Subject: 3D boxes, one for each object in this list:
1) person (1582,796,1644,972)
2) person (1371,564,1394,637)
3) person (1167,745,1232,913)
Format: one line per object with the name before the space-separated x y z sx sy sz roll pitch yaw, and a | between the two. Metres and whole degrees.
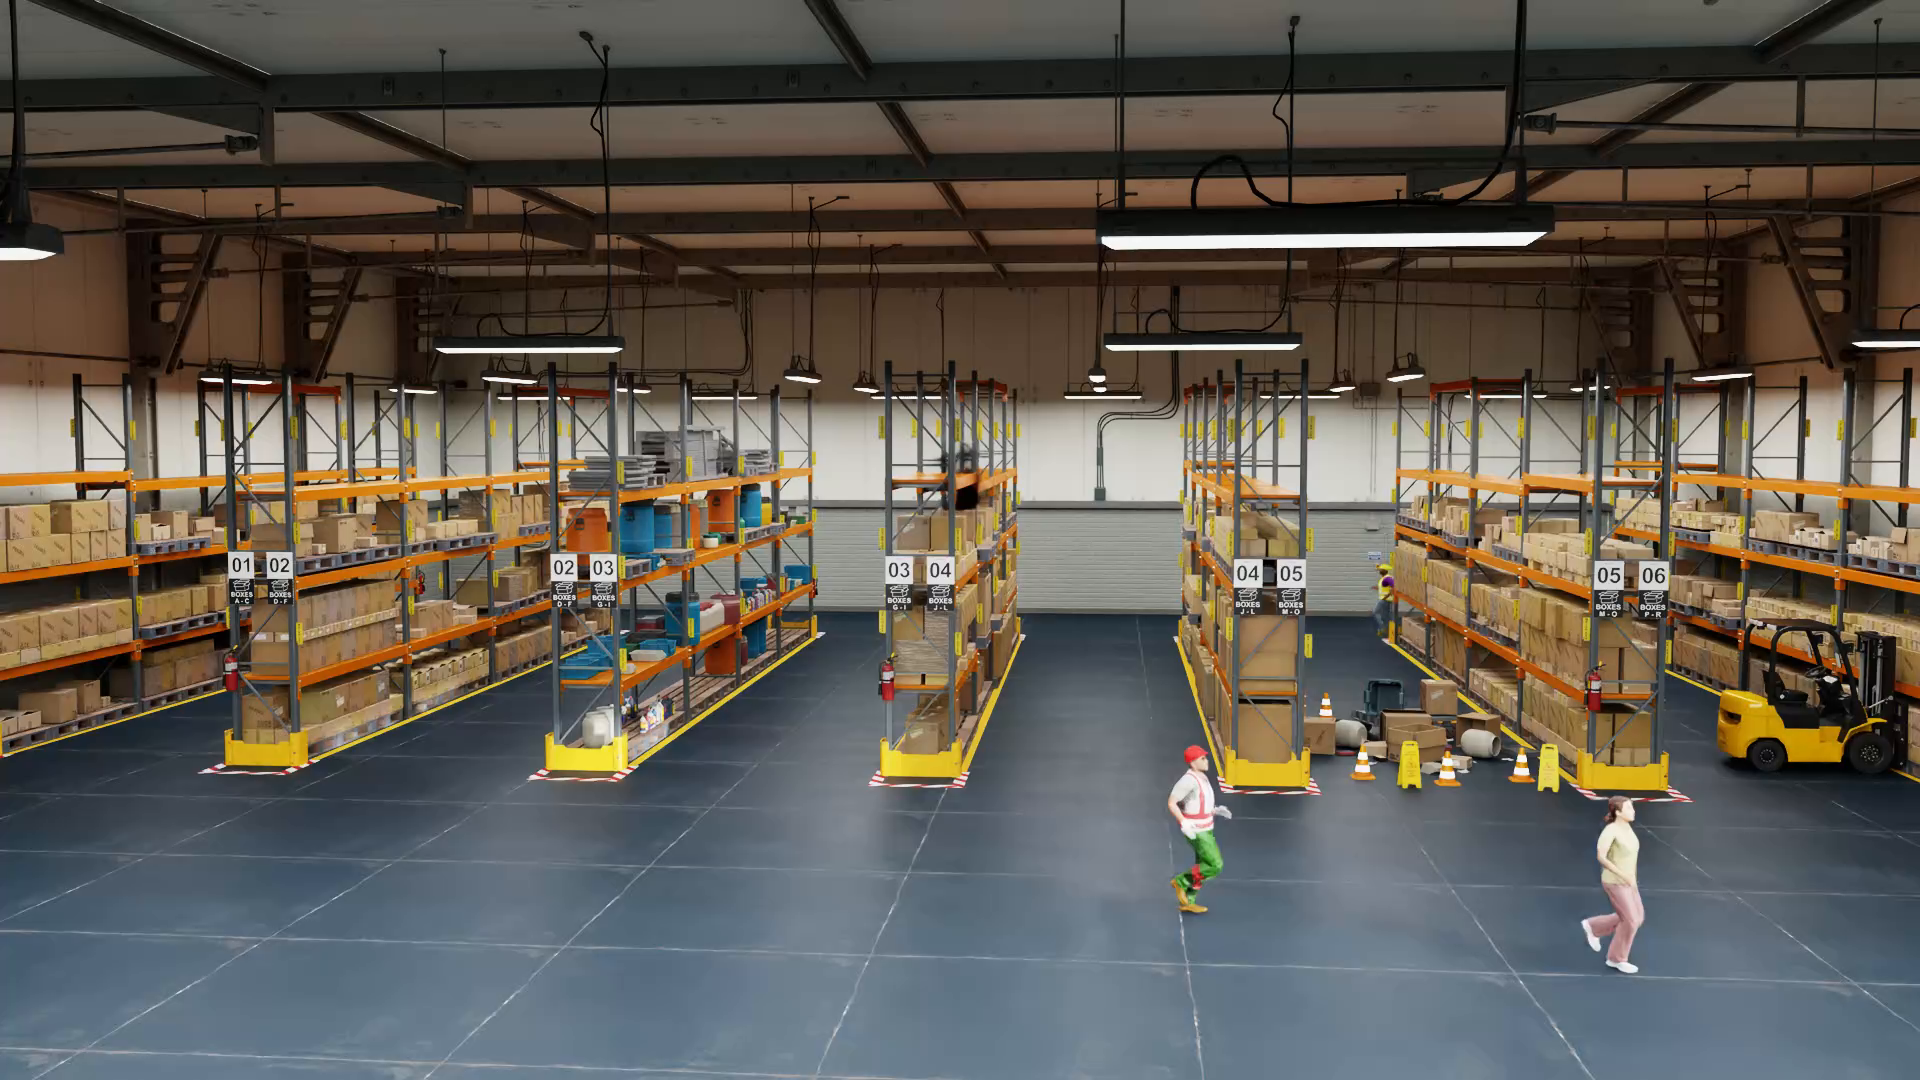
person | 6.075 3.172 15.511 0.571 1.627 0.609 3 5 42
person | 10.343 1.483 40.455 0.672 1.822 0.706 1 4 19
person | 2.499 2.996 17.187 0.581 1.740 0.652 2 4 25
